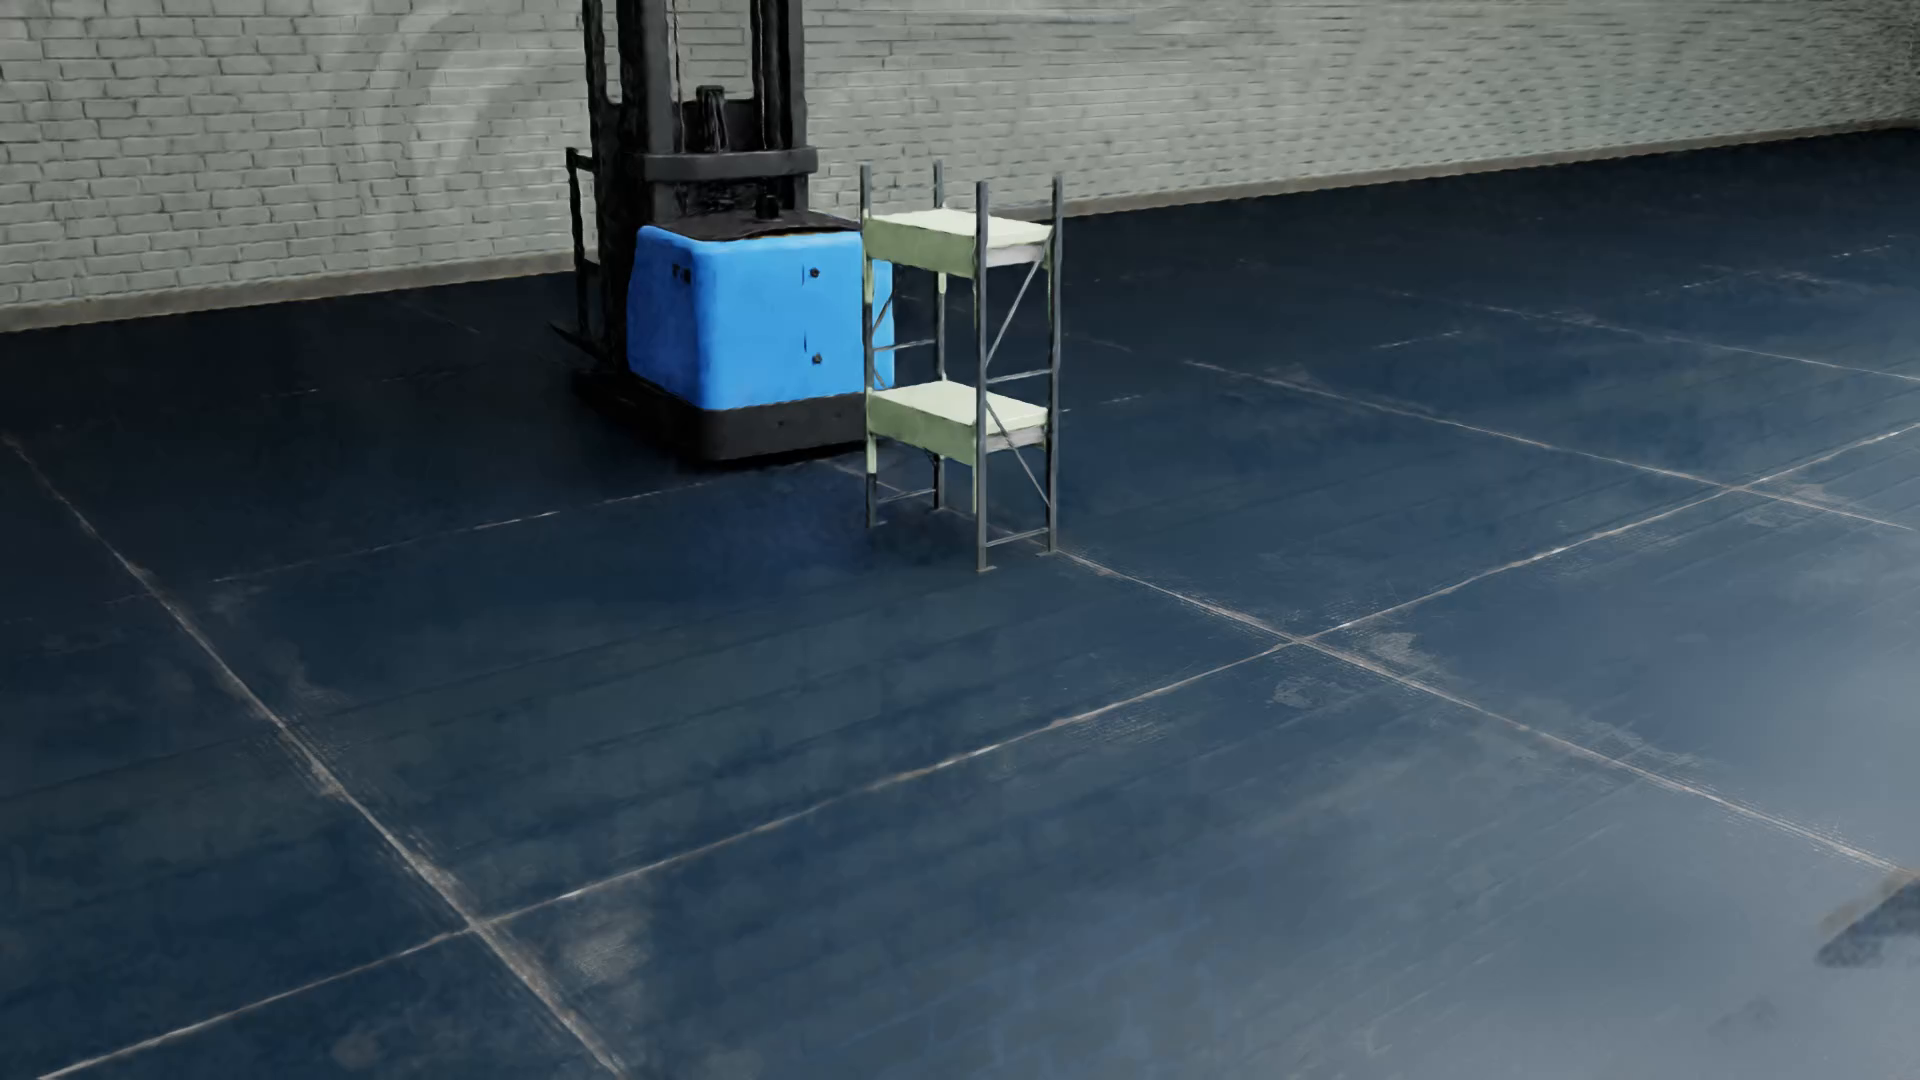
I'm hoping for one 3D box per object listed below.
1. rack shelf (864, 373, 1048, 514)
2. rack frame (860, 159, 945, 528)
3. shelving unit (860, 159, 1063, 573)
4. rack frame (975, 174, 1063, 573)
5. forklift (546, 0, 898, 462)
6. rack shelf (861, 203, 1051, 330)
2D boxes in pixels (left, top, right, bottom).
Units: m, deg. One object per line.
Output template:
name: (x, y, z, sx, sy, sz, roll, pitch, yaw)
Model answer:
rack shelf: (-0.004, -0.404, 6.734, 0.431, 0.370, 0.720, -14, 23, -36)
rack frame: (-0.231, -0.804, 6.904, 0.400, 1.500, 0.023, -14, 23, -36)
shelving unit: (-0.004, -0.714, 6.632, 0.431, 1.500, 0.755, -14, 23, -36)
rack frame: (0.223, -0.623, 6.359, 0.400, 1.500, 0.023, -14, 23, -36)
forklift: (-1.488, -2.173, 8.762, 1.130, 2.935, 3.031, -10, 21, -29)
rack shelf: (-0.004, -1.084, 6.509, 0.431, 0.370, 0.720, -14, 23, -36)
